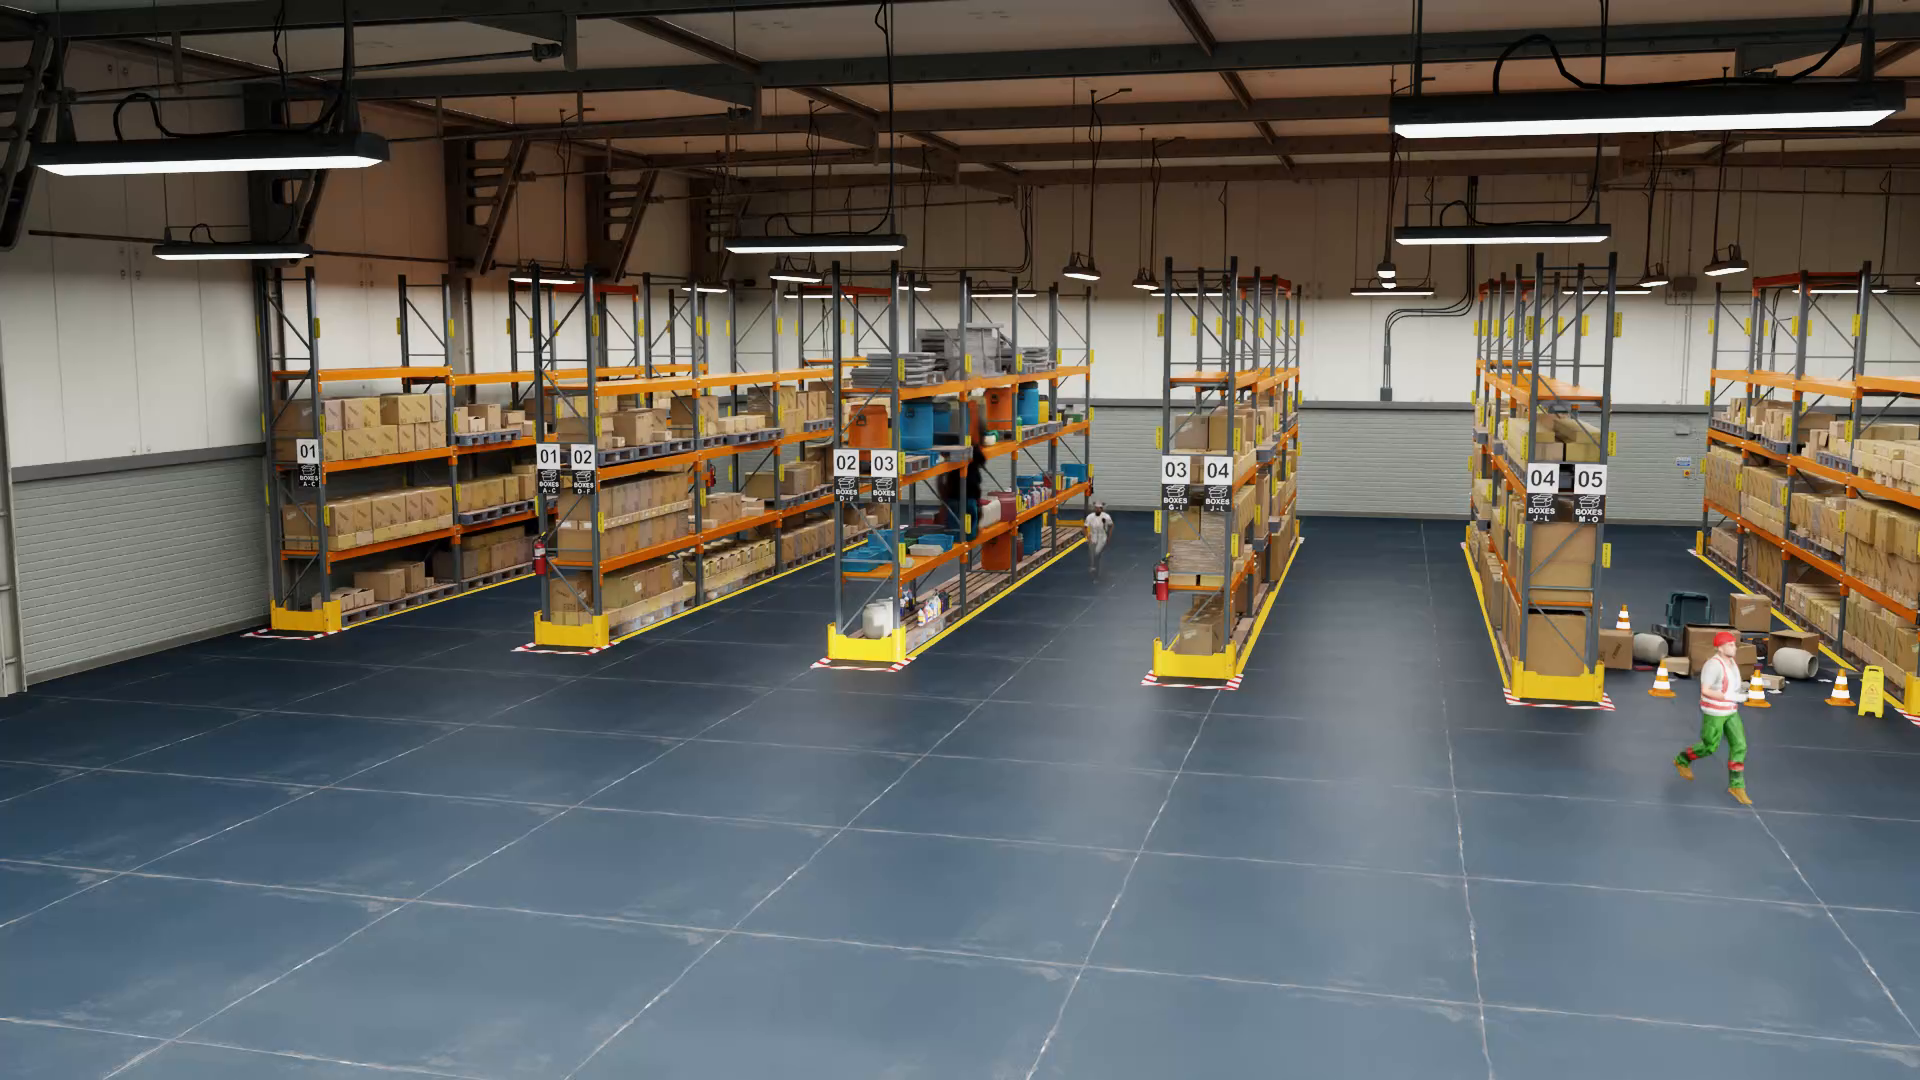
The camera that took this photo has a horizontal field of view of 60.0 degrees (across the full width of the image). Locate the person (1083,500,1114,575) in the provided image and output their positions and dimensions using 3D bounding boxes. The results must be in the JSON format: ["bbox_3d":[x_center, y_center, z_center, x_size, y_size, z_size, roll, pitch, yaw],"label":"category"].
[{"bbox_3d":[2.726,-0.027,32.774,0.600,1.540,0.871,1,7,10],"label":"person"}]

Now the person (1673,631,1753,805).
[{"bbox_3d":[8.126,1.874,17.870,0.692,1.830,0.952,-5,9,-33],"label":"person"}]
